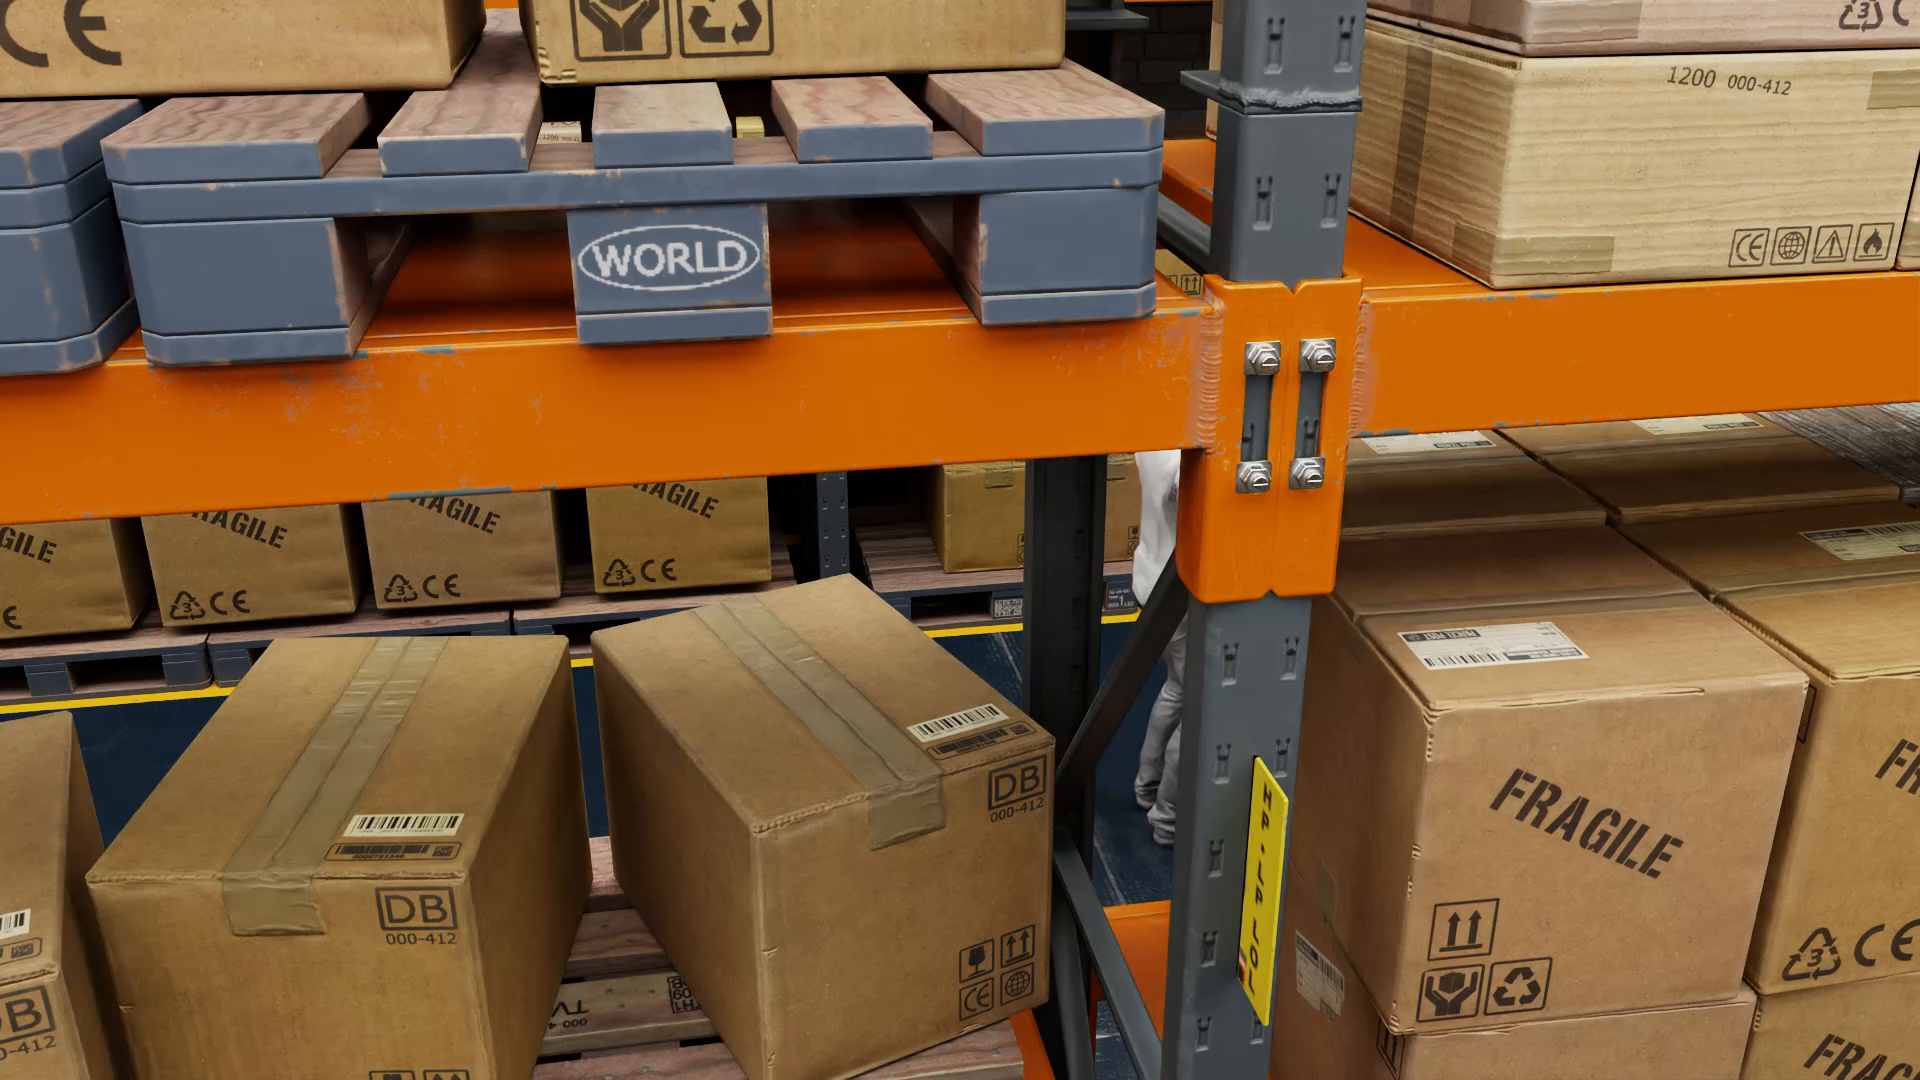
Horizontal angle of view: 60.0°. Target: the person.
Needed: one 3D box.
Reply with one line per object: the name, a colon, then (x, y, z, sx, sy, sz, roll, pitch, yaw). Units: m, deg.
person: (0.794, 0.192, 5.652, 0.396, 1.746, 0.578, -4, 23, -9)
